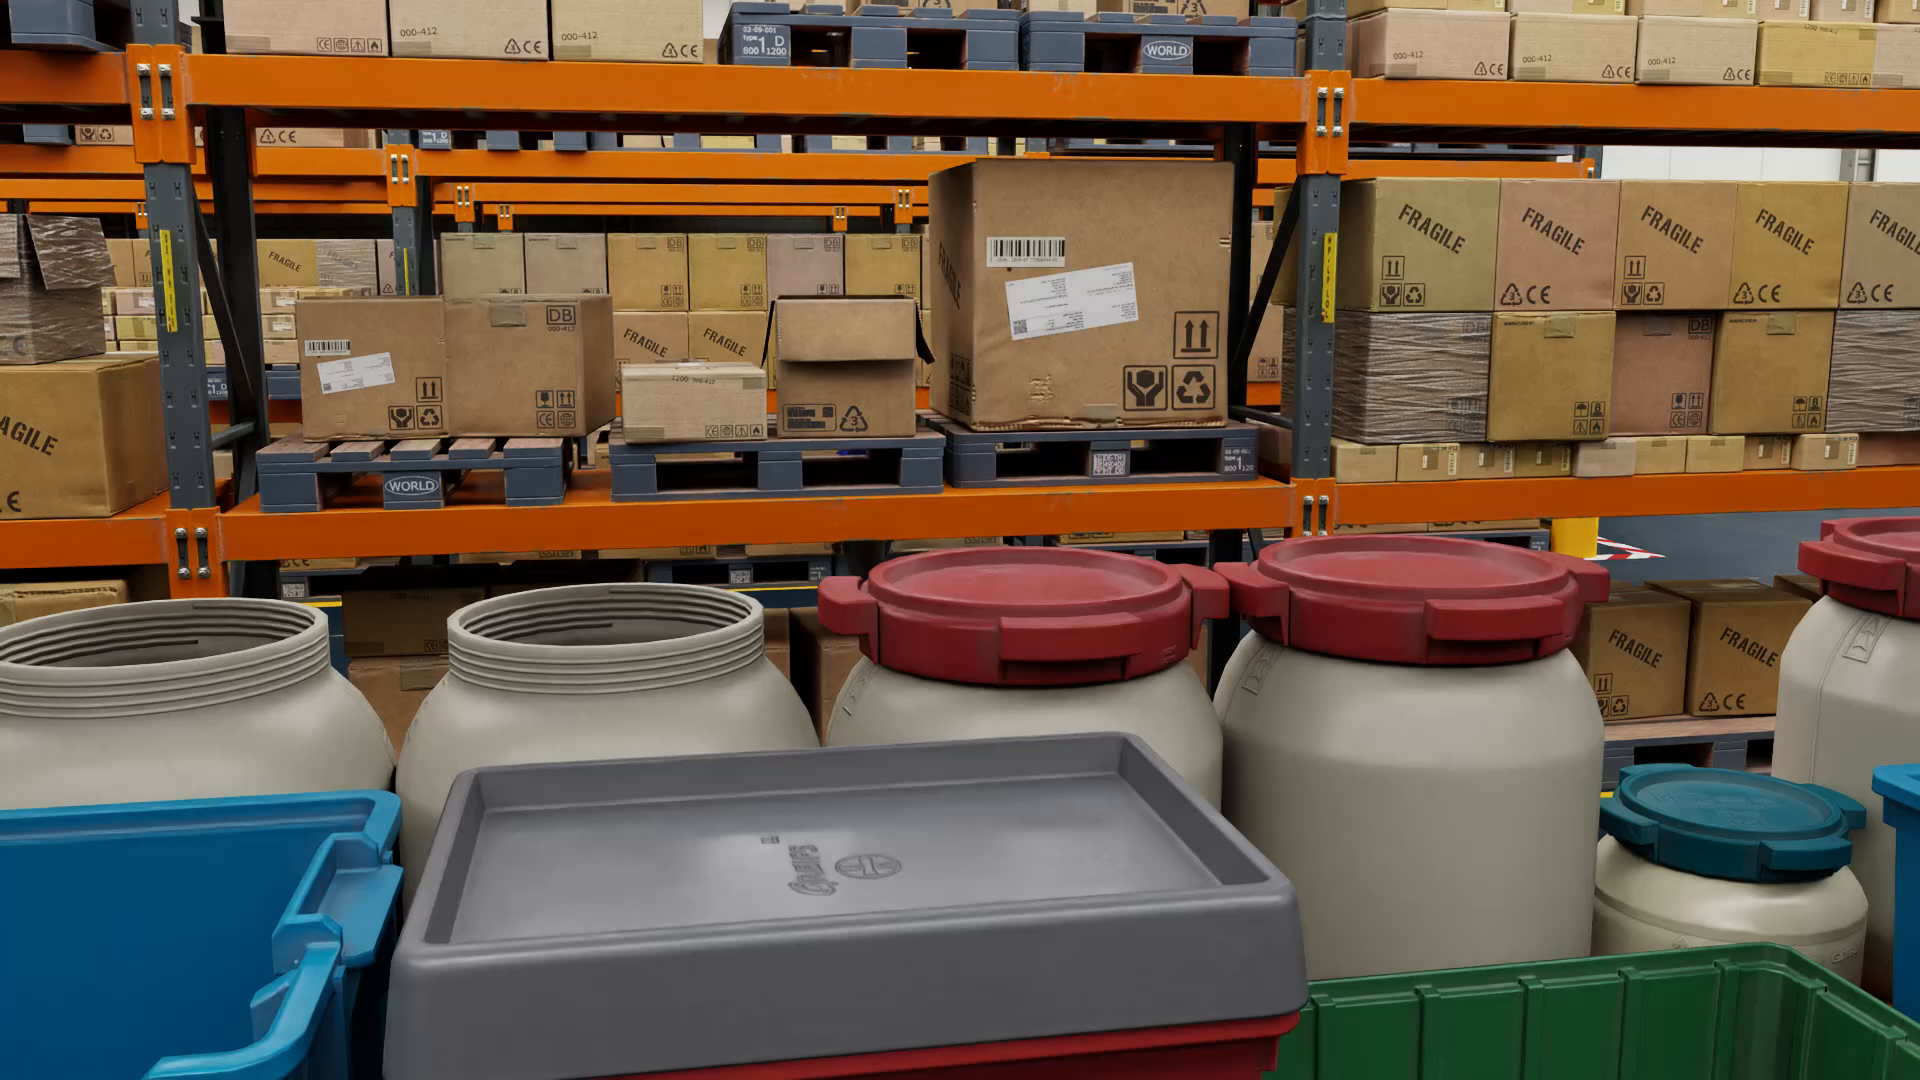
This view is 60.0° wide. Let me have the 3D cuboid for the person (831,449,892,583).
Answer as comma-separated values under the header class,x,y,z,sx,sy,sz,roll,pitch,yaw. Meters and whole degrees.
class,x,y,z,sx,sy,sz,roll,pitch,yaw
person,-0.547,-0.096,8.488,0.514,1.681,0.491,4,11,24
